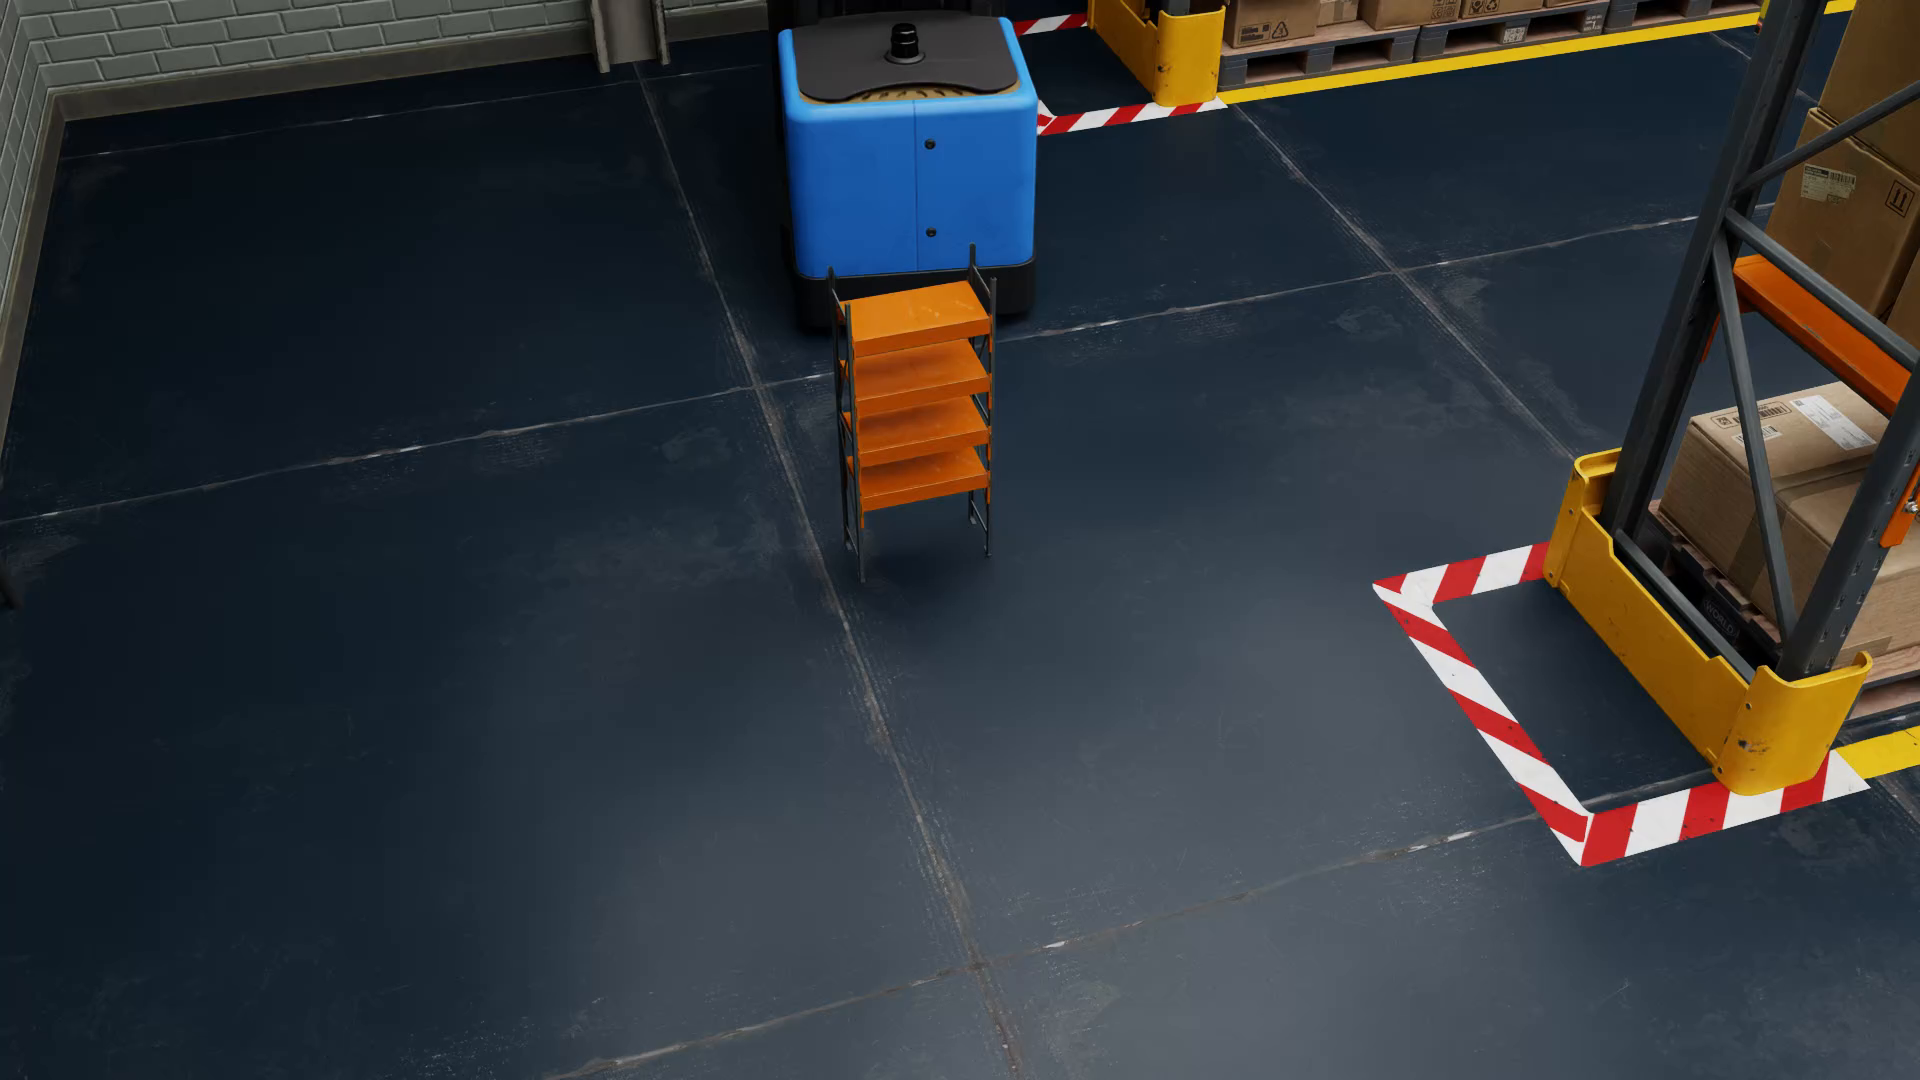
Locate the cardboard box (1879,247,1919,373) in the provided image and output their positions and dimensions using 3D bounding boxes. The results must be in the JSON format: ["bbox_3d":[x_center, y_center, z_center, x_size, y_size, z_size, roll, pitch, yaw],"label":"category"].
[{"bbox_3d":[3.028,-0.658,4.647,0.500,0.500,0.500,-12,43,-13],"label":"cardboard box"}]

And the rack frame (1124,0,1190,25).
[{"bbox_3d":[0.989,-3.820,8.342,0.127,3.000,1.000,-12,42,-13],"label":"rack frame"}]

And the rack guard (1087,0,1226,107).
[{"bbox_3d":[1.062,-2.894,9.182,0.348,0.500,1.175,-12,42,-13],"label":"rack guard"}]

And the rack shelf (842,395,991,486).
[{"bbox_3d":[-0.158,-0.368,5.862,0.480,0.148,0.258,-12,42,-13],"label":"rack shelf"}]

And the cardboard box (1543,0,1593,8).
[{"bbox_3d":[3.418,-3.448,9.497,0.500,0.500,0.700,-13,43,-15],"label":"cardboard box"}]

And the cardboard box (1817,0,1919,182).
[{"bbox_3d":[2.872,-1.365,4.696,0.500,0.500,0.500,-10,42,-12],"label":"cardboard box"}]

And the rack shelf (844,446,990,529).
[{"bbox_3d":[-0.158,-0.219,5.993,0.480,0.148,0.258,-12,42,-13],"label":"rack shelf"}]

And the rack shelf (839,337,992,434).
[{"bbox_3d":[-0.158,-0.537,5.715,0.480,0.148,0.258,-12,42,-13],"label":"rack shelf"}]

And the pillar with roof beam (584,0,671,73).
[{"bbox_3d":[-0.560,-3.410,3.314,0.400,9.000,9.100,-12,42,-13],"label":"pillar with roof beam"}]

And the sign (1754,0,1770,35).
[{"bbox_3d":[2.334,-1.574,4.712,0.005,0.325,0.100,-12,42,-13],"label":"sign"}]

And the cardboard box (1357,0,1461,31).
[{"bbox_3d":[2.428,-3.243,9.262,0.500,0.500,0.700,-10,42,-11],"label":"cardboard box"}]

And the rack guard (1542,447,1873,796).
[{"bbox_3d":[2.461,0.240,5.595,0.348,0.500,1.175,-12,42,-13],"label":"rack guard"}]

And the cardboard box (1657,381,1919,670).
[{"bbox_3d":[3.083,-0.092,5.704,0.875,0.438,0.875,-13,43,-15],"label":"cardboard box"}]

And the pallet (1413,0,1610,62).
[{"bbox_3d":[2.984,-3.182,9.731,1.213,0.211,1.003,-12,42,-13],"label":"pallet"}]

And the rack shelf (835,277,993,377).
[{"bbox_3d":[-0.158,-0.715,5.559,0.480,0.148,0.258,-12,42,-13],"label":"rack shelf"}]

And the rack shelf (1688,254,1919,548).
[{"bbox_3d":[4.392,-0.830,5.467,4.000,0.370,1.077,-12,42,-13],"label":"rack shelf"}]

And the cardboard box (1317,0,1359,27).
[{"bbox_3d":[2.018,-3.025,9.281,0.250,0.149,0.380,-13,43,-15],"label":"cardboard box"}]

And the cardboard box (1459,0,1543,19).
[{"bbox_3d":[2.963,-3.284,9.310,0.500,0.500,0.500,-11,42,-12],"label":"cardboard box"}]

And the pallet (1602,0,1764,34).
[{"bbox_3d":[4.149,-3.425,10.010,1.213,0.211,1.003,-12,42,-13],"label":"pallet"}]

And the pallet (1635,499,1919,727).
[{"bbox_3d":[3.223,0.137,5.932,1.213,0.211,1.003,-12,42,-13],"label":"pallet"}]

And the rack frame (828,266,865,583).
[{"bbox_3d":[-0.391,-0.371,5.763,0.015,1.200,0.240,-12,42,-13],"label":"rack frame"}]

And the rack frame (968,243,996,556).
[{"bbox_3d":[0.075,-0.467,5.873,0.015,1.200,0.240,-12,42,-13],"label":"rack frame"}]

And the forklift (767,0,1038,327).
[{"bbox_3d":[-0.369,-2.994,7.450,1.130,2.935,3.031,-5,41,-6],"label":"forklift"}]

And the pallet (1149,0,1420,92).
[{"bbox_3d":[1.822,-2.943,9.458,1.213,0.211,1.003,-12,42,-13],"label":"pallet"}]

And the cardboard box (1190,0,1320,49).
[{"bbox_3d":[1.601,-3.099,9.096,0.637,0.503,0.797,-13,43,-15],"label":"cardboard box"}]

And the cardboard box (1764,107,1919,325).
[{"bbox_3d":[2.864,-1.005,5.044,0.500,0.500,0.500,-11,42,-13],"label":"cardboard box"}]

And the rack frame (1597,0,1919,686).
[{"bbox_3d":[2.484,-0.706,4.778,0.127,3.000,1.000,-12,42,-13],"label":"rack frame"}]

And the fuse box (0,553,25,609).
[{"bbox_3d":[-3.379,-0.438,5.451,0.414,1.711,0.539,-12,42,-13],"label":"fuse box"}]

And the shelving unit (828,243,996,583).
[{"bbox_3d":[-0.158,-0.419,5.818,0.503,1.200,0.258,-12,42,-13],"label":"shelving unit"}]
